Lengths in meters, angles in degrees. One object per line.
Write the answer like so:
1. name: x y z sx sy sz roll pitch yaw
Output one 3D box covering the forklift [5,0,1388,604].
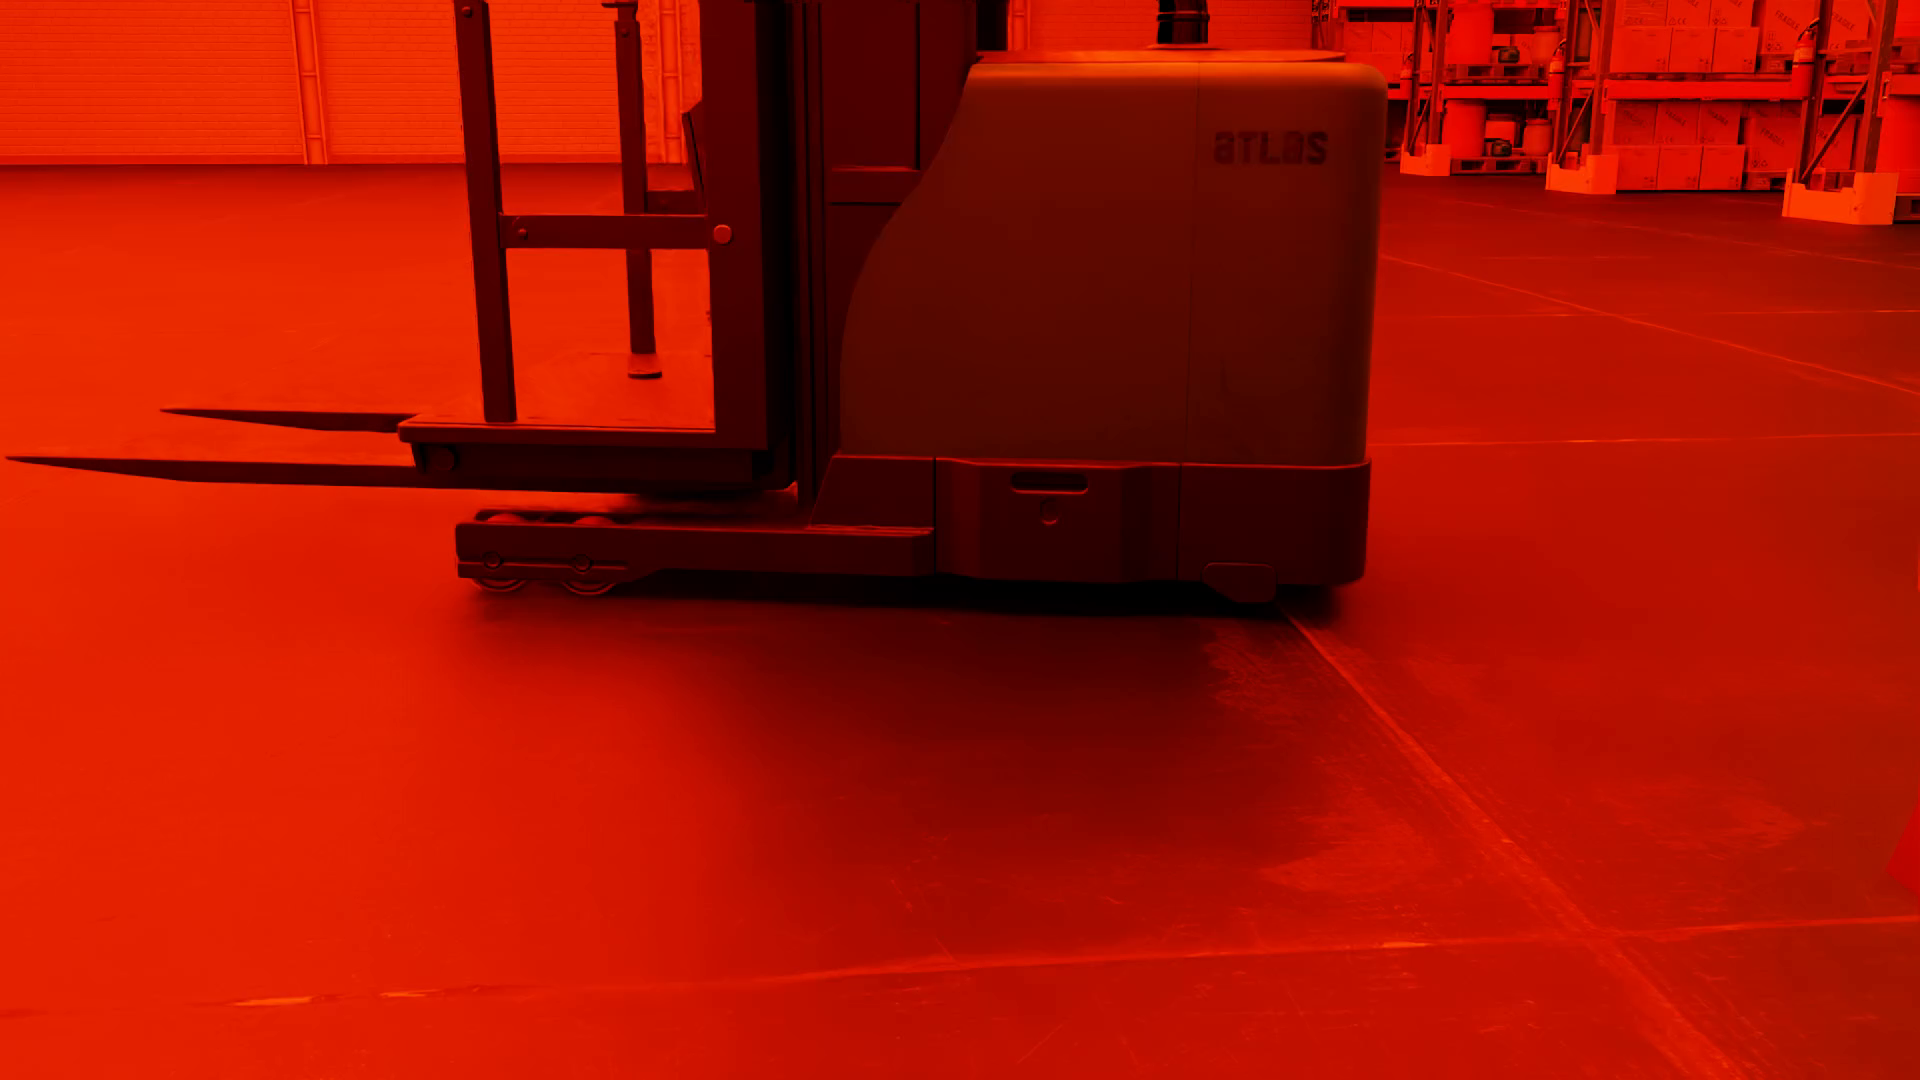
1. forklift: -0.632 -1.431 3.615 3.031 2.935 1.130 2 15 6
